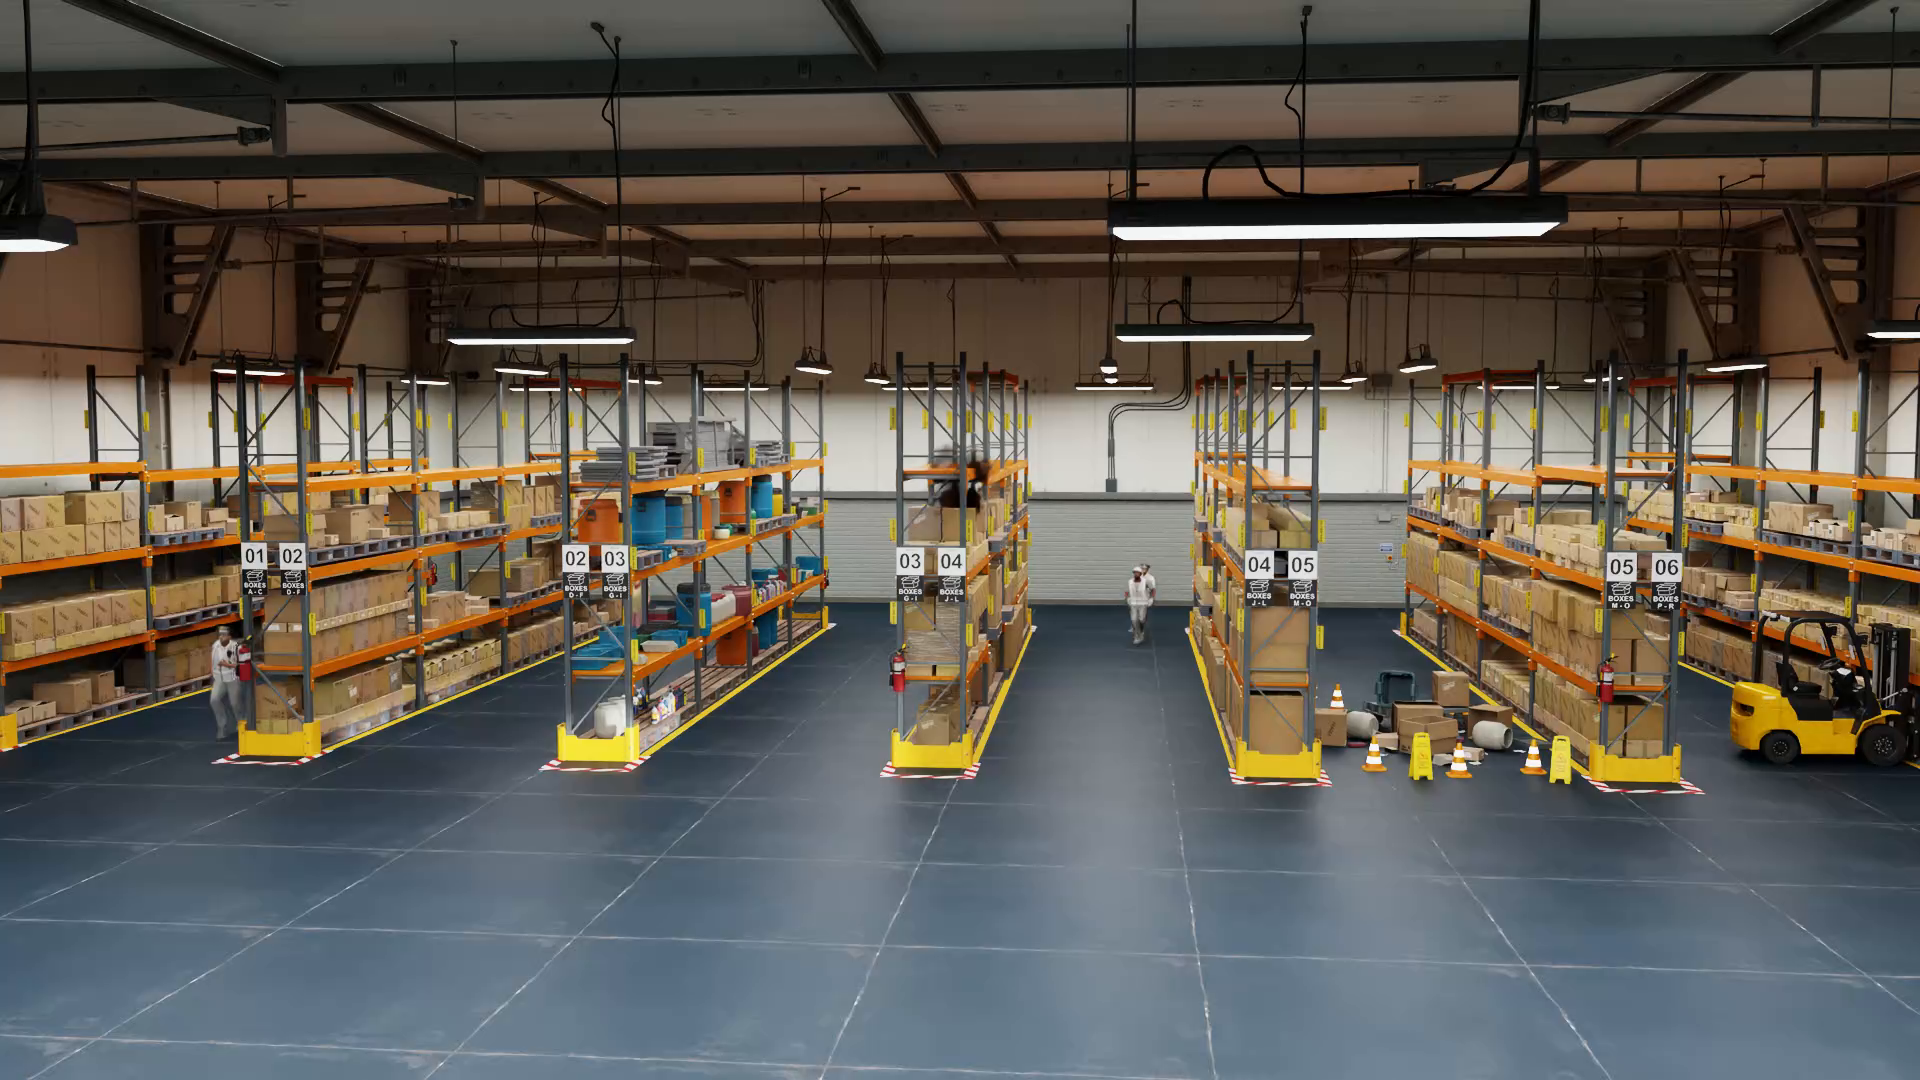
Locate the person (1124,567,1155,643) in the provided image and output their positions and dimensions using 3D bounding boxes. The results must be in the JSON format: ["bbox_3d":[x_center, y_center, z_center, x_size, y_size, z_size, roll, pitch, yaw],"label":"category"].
[{"bbox_3d":[4.004,1.474,37.373,0.687,1.738,0.551,1,4,18],"label":"person"}]

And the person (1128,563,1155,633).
[{"bbox_3d":[4.432,1.373,39.734,0.625,1.683,0.891,3,5,32],"label":"person"}]

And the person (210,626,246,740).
[{"bbox_3d":[-11.655,2.251,26.505,0.686,1.828,0.874,0,4,2],"label":"person"}]

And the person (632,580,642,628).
[{"bbox_3d":[-7.089,1.591,36.313,0.554,1.642,0.617,0,4,-6],"label":"person"}]
